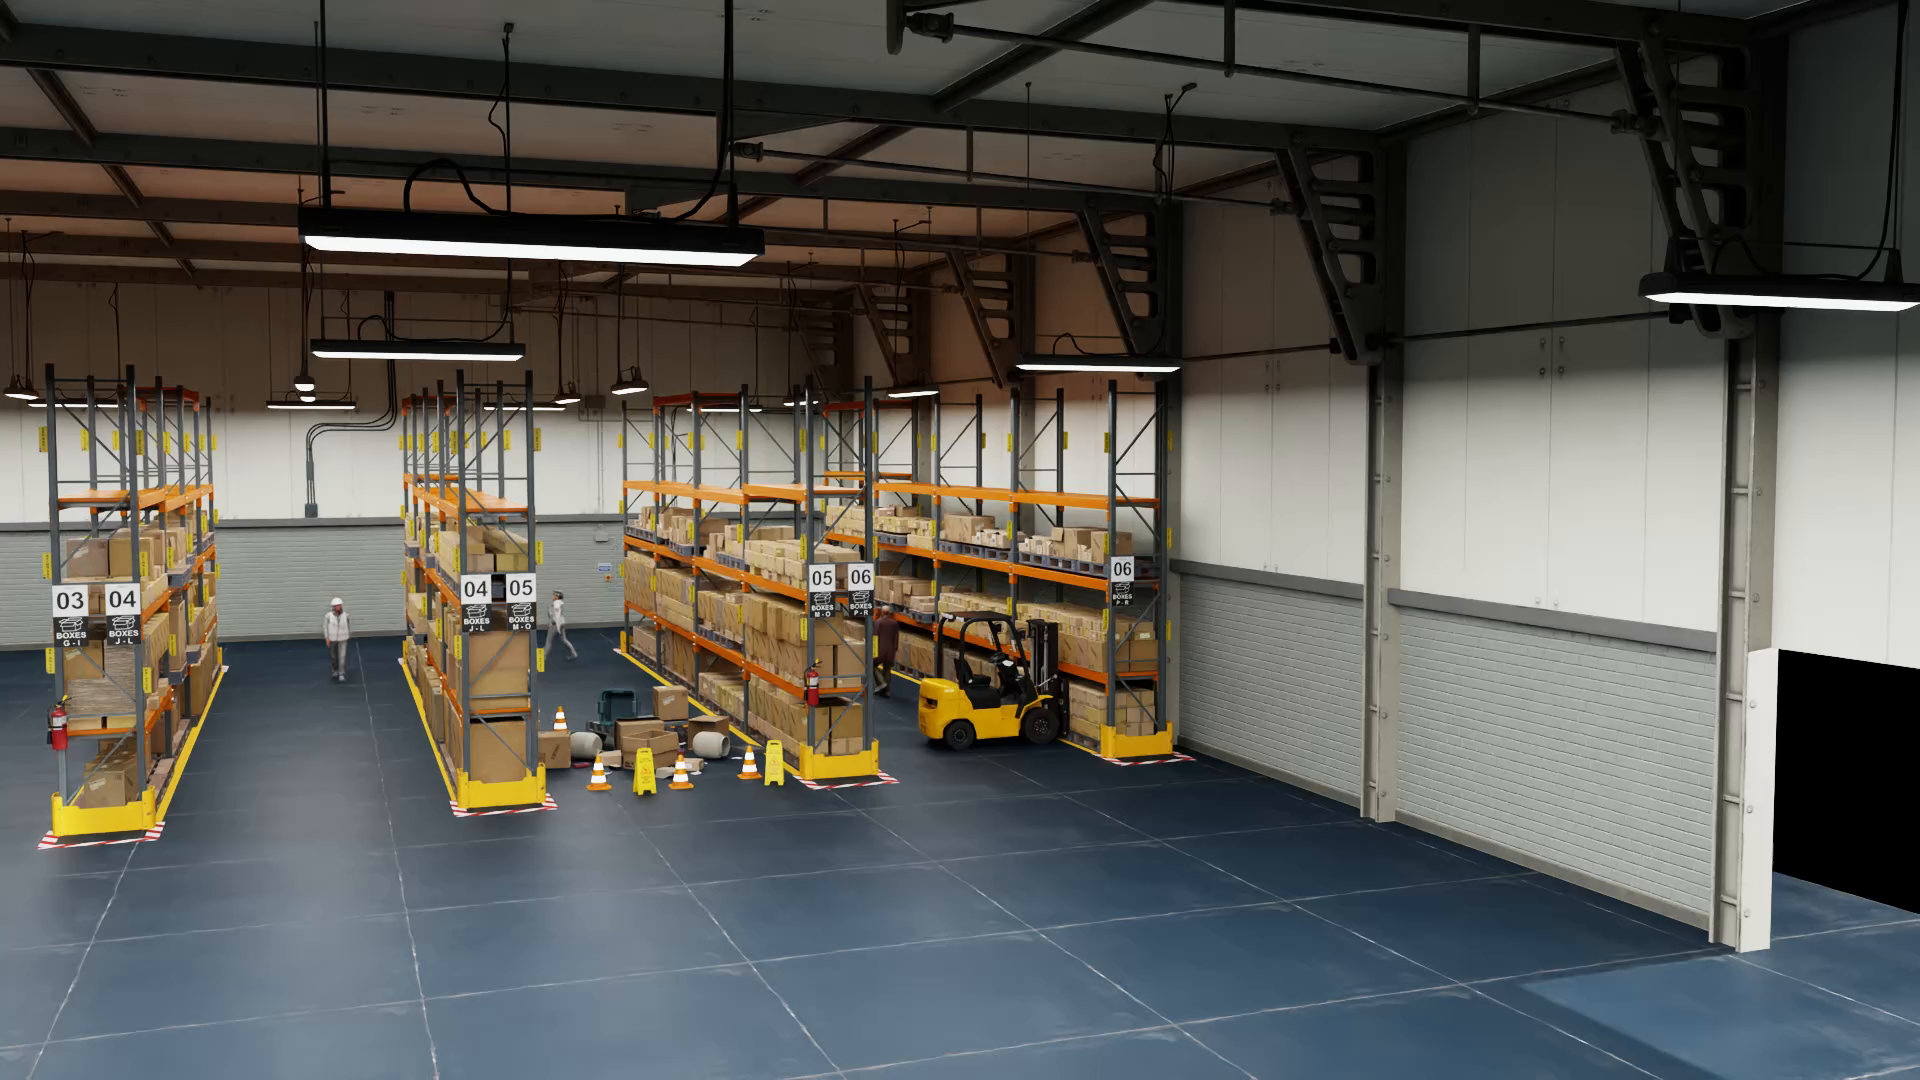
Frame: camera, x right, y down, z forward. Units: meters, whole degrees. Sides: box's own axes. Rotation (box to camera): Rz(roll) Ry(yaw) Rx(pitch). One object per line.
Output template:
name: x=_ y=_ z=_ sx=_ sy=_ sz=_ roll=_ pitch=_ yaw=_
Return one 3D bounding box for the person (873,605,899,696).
person: x=-1.489 y=2.183 z=32.854 sx=0.627 sy=1.777 sz=0.521 roll=-2 pitch=4 yaw=-27

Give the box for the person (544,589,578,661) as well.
person: x=-9.256 y=1.938 z=38.111 sx=0.946 sy=1.639 sz=0.493 roll=0 pitch=3 yaw=4

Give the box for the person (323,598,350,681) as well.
person: x=-13.118 y=2.079 z=34.989 sx=0.528 sy=1.712 sz=1.069 roll=-1 pitch=4 yaw=-18

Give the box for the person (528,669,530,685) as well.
person: x=-9.008 y=2.117 z=34.194 sx=0.592 sy=1.789 sz=0.520 roll=0 pitch=3 yaw=3
